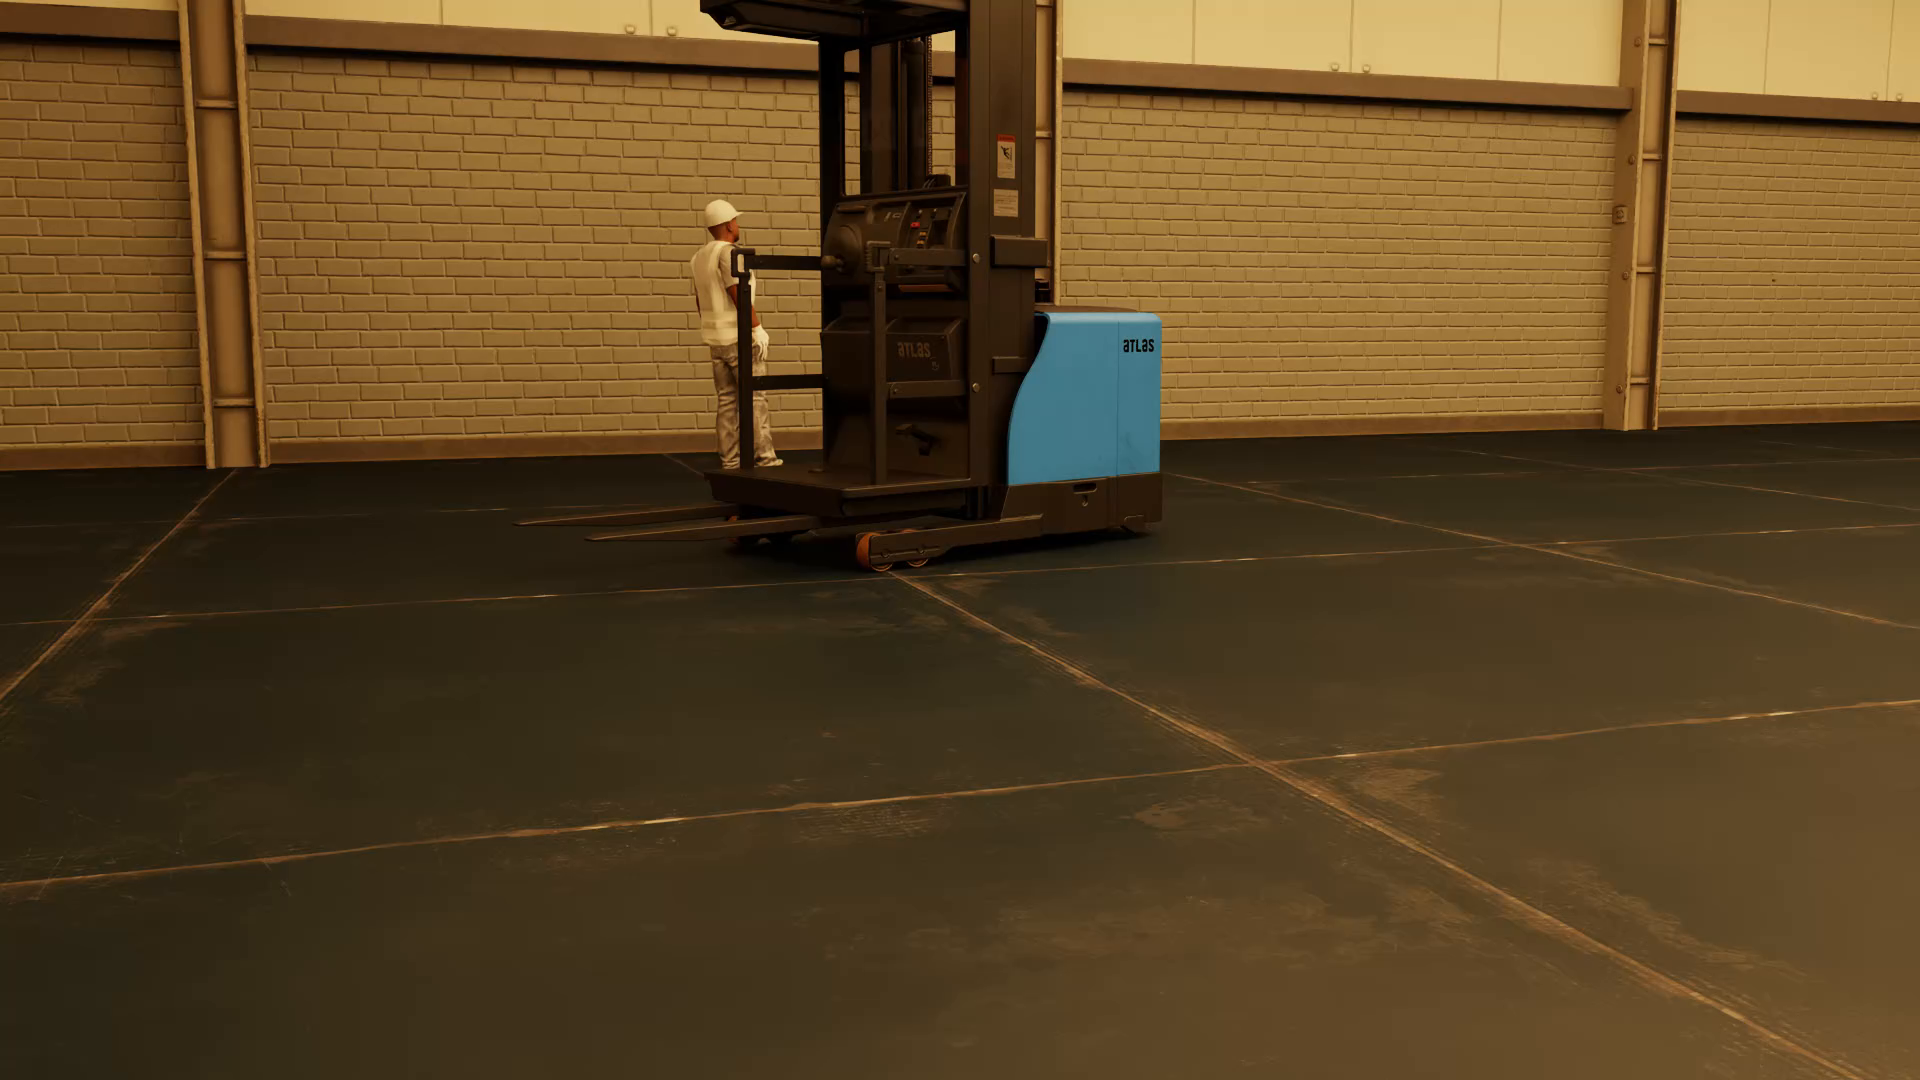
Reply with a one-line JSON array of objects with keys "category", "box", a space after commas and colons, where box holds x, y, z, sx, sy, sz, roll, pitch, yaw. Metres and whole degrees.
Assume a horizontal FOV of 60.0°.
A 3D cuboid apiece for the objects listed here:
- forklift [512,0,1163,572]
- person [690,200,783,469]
[{"category": "forklift", "box": [-0.461, -1.399, 7.333, 3.031, 2.935, 1.130, -7, 10, -40]}, {"category": "person", "box": [-1.400, -1.292, 10.759, 0.578, 1.783, 0.659, -6, 10, -36]}]
